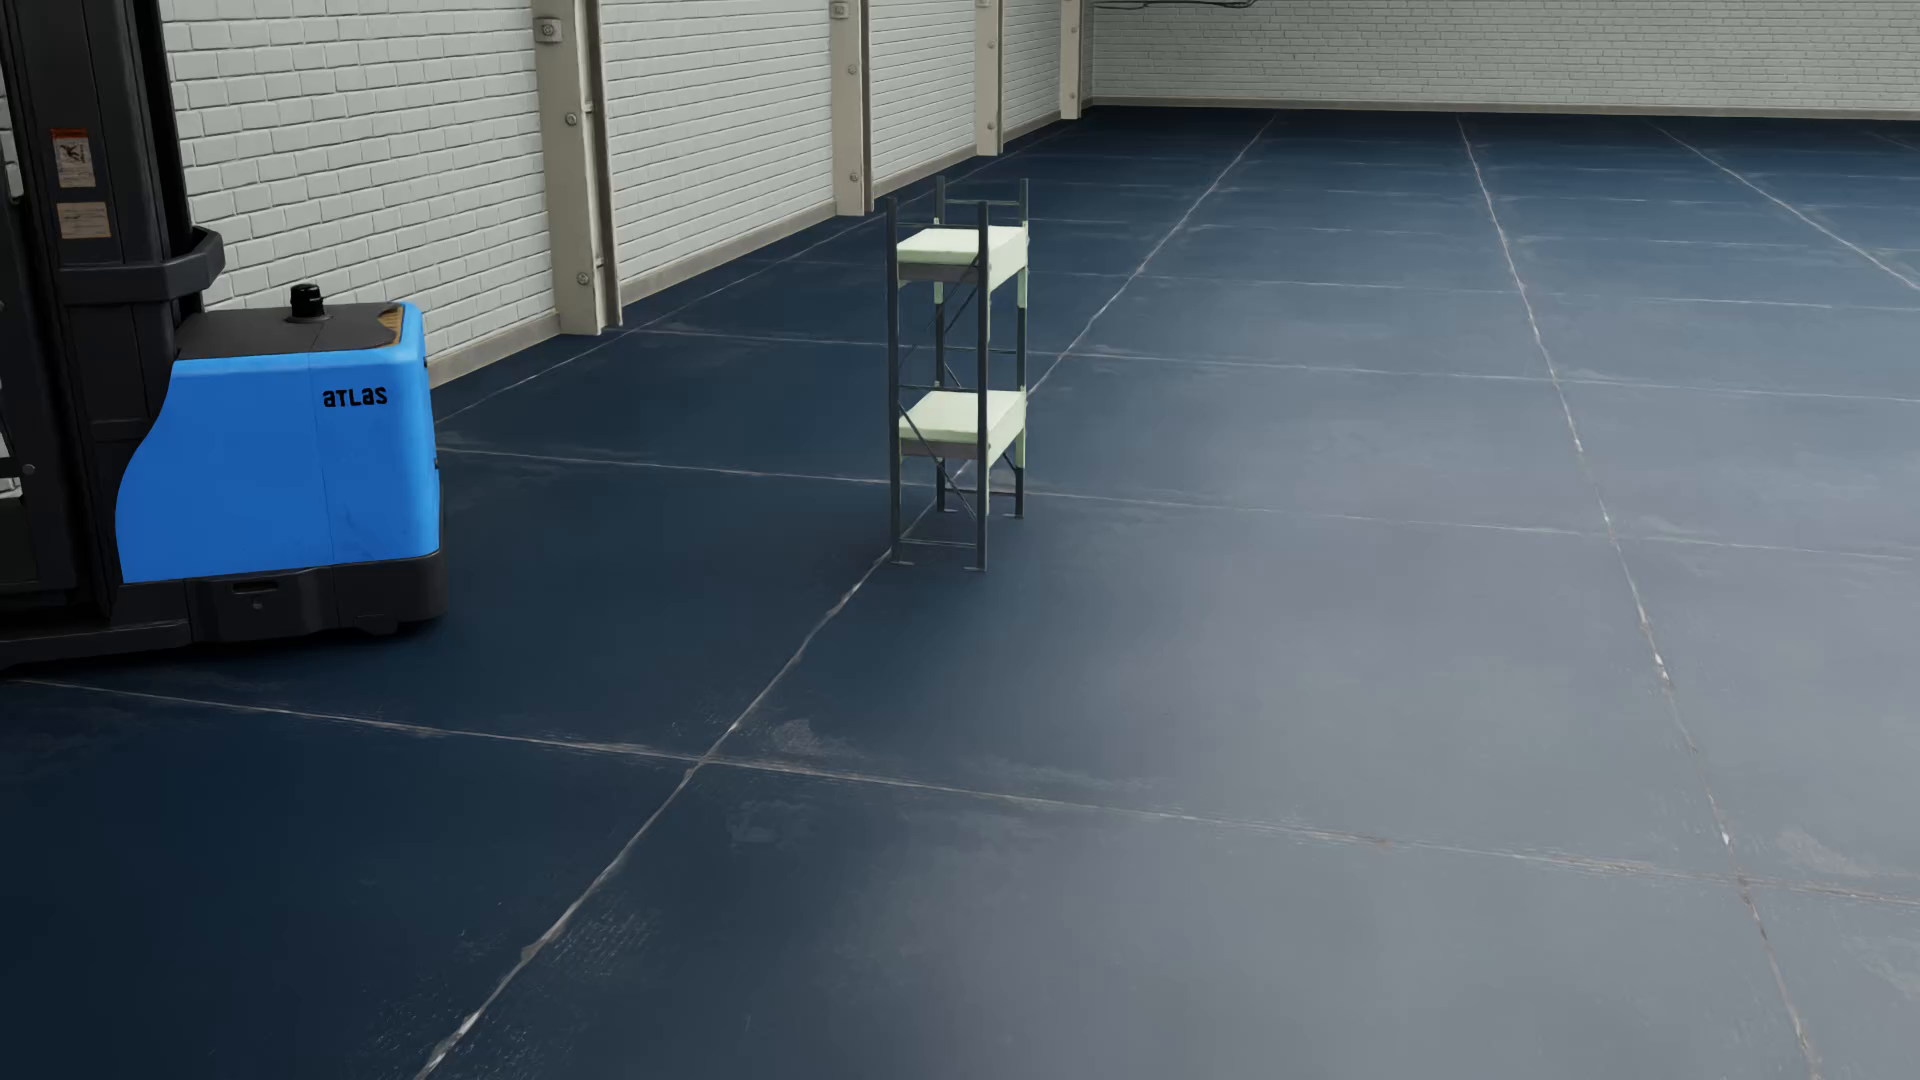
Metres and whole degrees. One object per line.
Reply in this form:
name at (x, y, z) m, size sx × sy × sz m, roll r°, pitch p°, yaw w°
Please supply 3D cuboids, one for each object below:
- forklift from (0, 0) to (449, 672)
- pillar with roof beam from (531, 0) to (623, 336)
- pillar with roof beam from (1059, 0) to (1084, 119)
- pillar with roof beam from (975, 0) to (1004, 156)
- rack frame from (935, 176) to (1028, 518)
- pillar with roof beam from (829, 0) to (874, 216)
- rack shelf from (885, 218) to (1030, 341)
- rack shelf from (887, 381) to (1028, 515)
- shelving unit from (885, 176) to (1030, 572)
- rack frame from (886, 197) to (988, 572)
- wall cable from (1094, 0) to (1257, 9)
forklift at (-3.485, -1.058, 5.750) m, size 3.031 × 2.935 × 1.130 m, roll -5°, pitch 20°, yaw -15°
pillar with roof beam at (1.627, -5.374, 8.998) m, size 9.100 × 9.000 × 0.400 m, roll 5°, pitch 19°, yaw 13°
pillar with roof beam at (6.025, -11.016, 25.516) m, size 9.100 × 9.000 × 0.400 m, roll 5°, pitch 19°, yaw 13°
pillar with roof beam at (4.559, -9.135, 20.010) m, size 9.100 × 9.000 × 0.400 m, roll 5°, pitch 19°, yaw 13°
rack frame at (0.091, -0.827, 7.287) m, size 0.400 × 1.500 × 0.023 m, roll 5°, pitch 19°, yaw 13°
pillar with roof beam at (3.093, -7.254, 14.504) m, size 9.100 × 9.000 × 0.400 m, roll 5°, pitch 19°, yaw 13°
rack shelf at (0.002, -1.081, 6.825) m, size 0.431 × 0.370 × 0.720 m, roll 5°, pitch 19°, yaw 13°
rack shelf at (0.002, -0.403, 7.057) m, size 0.431 × 0.370 × 0.720 m, roll 5°, pitch 19°, yaw 13°
shelving unit at (0.002, -0.712, 6.951) m, size 0.431 × 1.500 × 0.755 m, roll 5°, pitch 19°, yaw 13°
rack frame at (-0.088, -0.597, 6.615) m, size 0.400 × 1.500 × 0.023 m, roll 5°, pitch 19°, yaw 13°
wall cable at (3.852, -10.705, 29.411) m, size 3.097 × 2.526 × 0.112 m, roll 5°, pitch 19°, yaw 13°
